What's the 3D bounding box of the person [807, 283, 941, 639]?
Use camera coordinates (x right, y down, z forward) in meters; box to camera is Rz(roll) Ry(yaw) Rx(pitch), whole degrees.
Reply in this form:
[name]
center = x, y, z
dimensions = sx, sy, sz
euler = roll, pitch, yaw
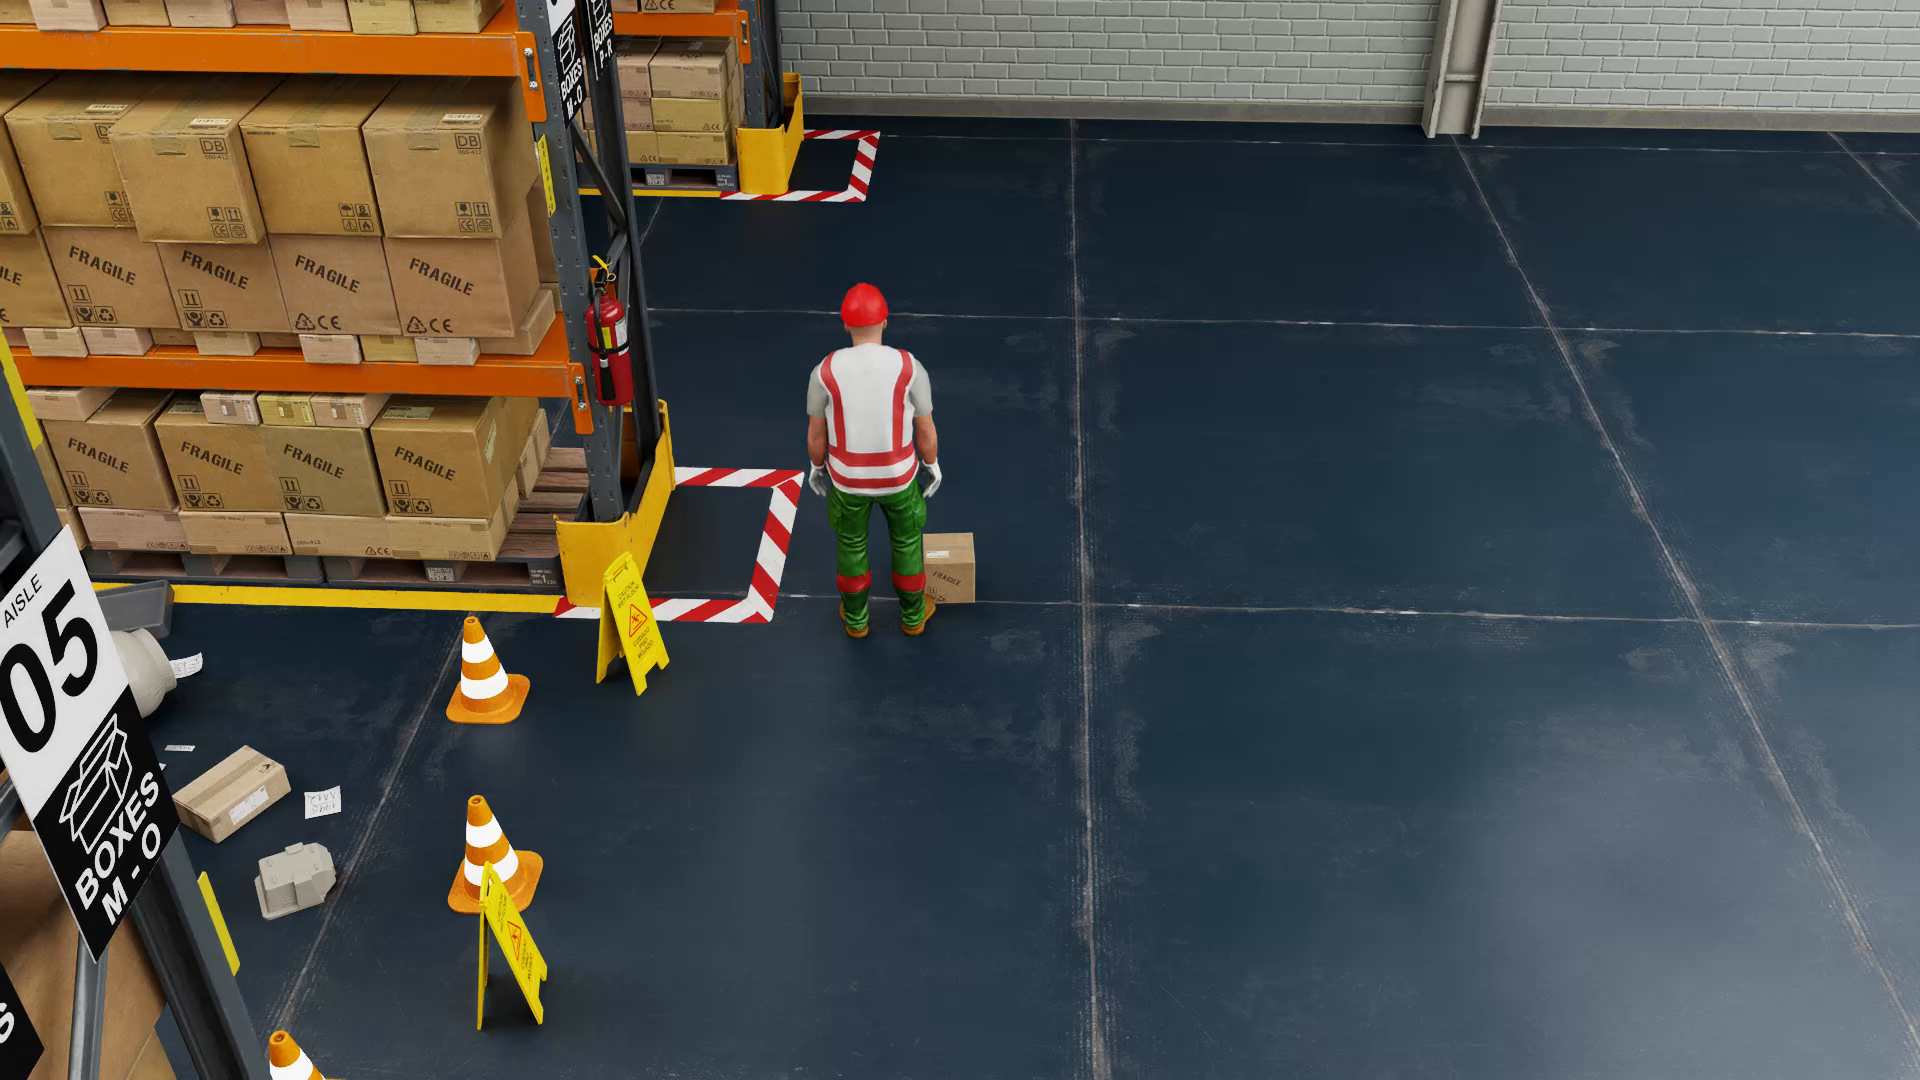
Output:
[person]
center = -0.386, -0.321, 7.561
dimensions = 0.603, 1.775, 0.453
euler = -1, 35, -1
